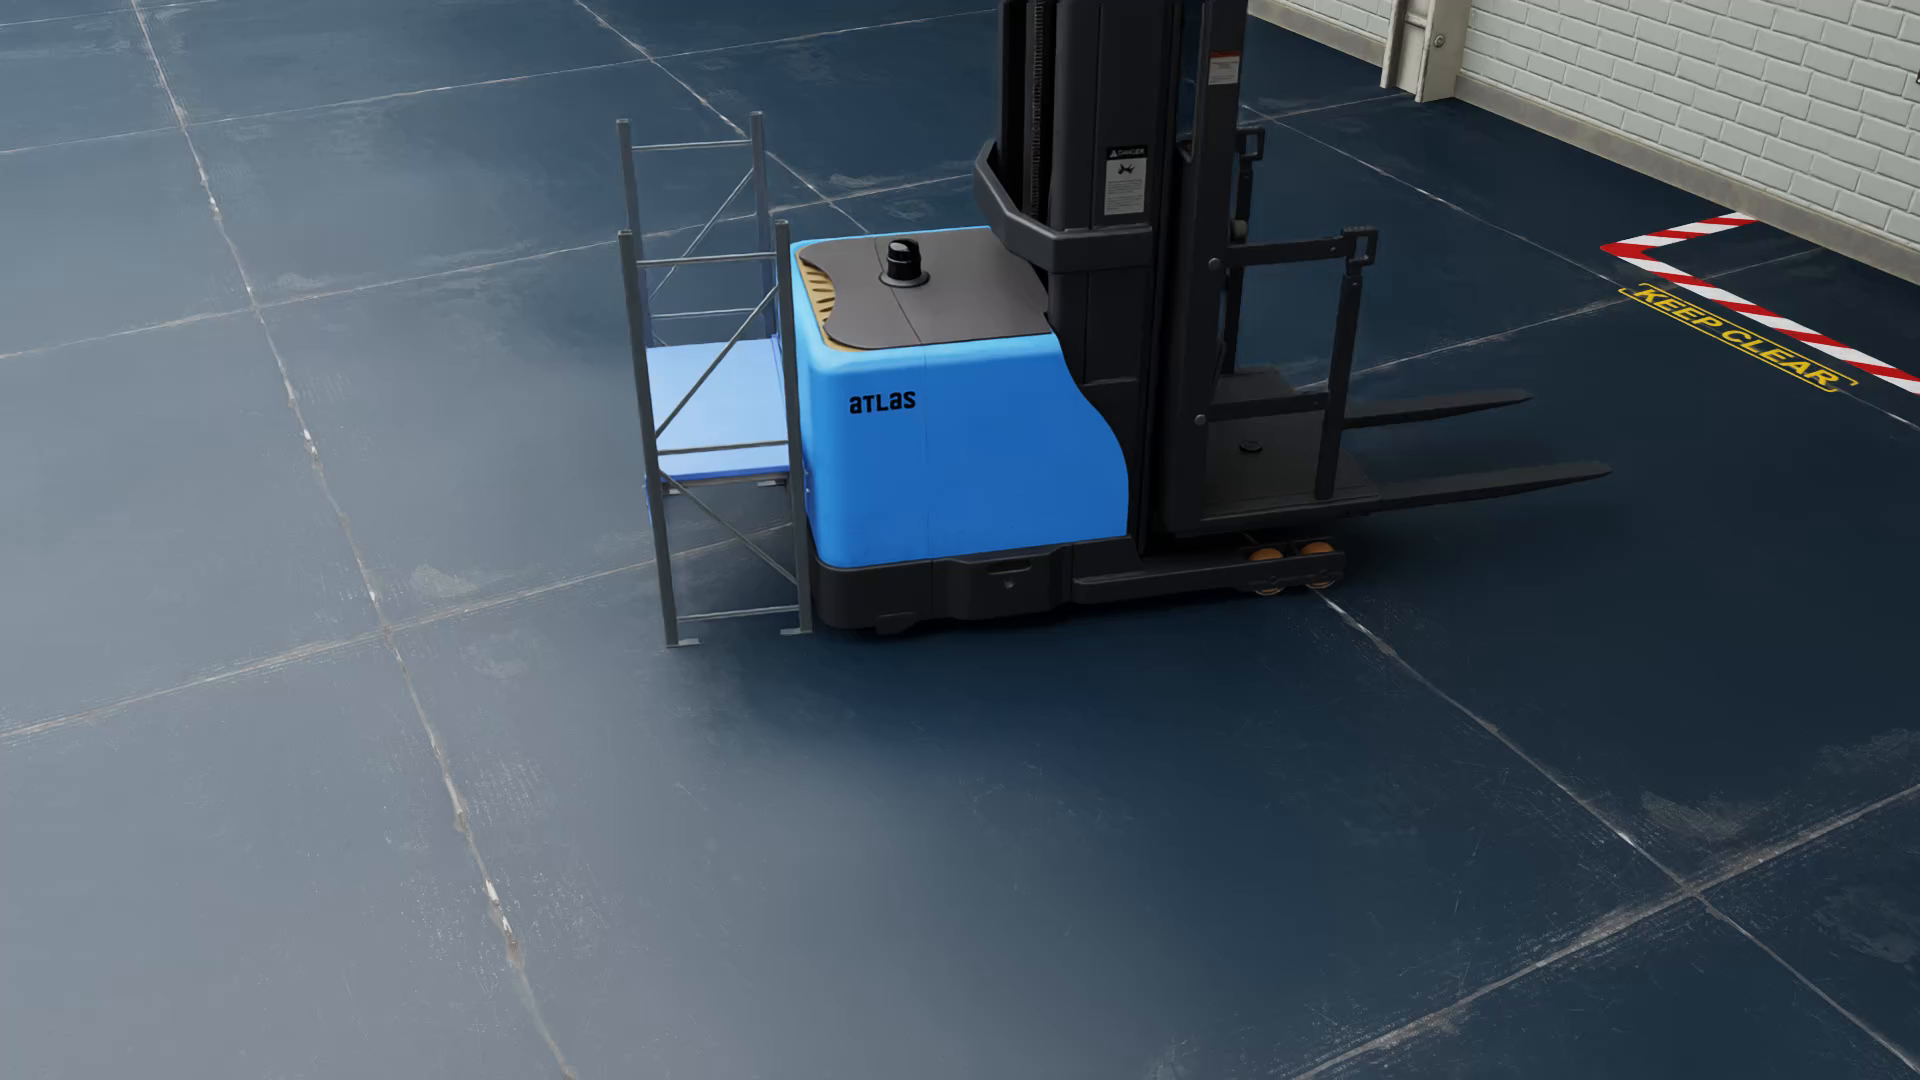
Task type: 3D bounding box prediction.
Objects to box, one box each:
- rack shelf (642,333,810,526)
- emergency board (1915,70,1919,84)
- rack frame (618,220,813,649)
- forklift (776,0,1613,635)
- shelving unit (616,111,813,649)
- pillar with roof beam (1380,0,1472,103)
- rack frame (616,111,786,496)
[{"bbox_3d":[-0.846,-0.411,5.835,0.538,0.185,1.000,-6,33,-9],"label":"rack shelf"},{"bbox_3d":[4.668,-2.518,7.399,0.157,1.169,0.626,-16,36,-23],"label":"emergency board"},{"bbox_3d":[-0.757,-0.293,5.317,0.500,1.500,0.032,-6,33,-9],"label":"rack frame"},{"bbox_3d":[0.905,-1.308,5.575,3.031,2.935,1.130,-7,33,-10],"label":"forklift"},{"bbox_3d":[-0.846,-0.563,5.738,0.538,1.500,1.048,-6,33,-9],"label":"shelving unit"},{"bbox_3d":[-0.832,-5.627,6.691,9.100,9.000,0.400,-16,36,-23],"label":"pillar with roof beam"},{"bbox_3d":[-0.936,-0.833,6.159,0.500,1.500,0.032,-6,33,-9],"label":"rack frame"}]
